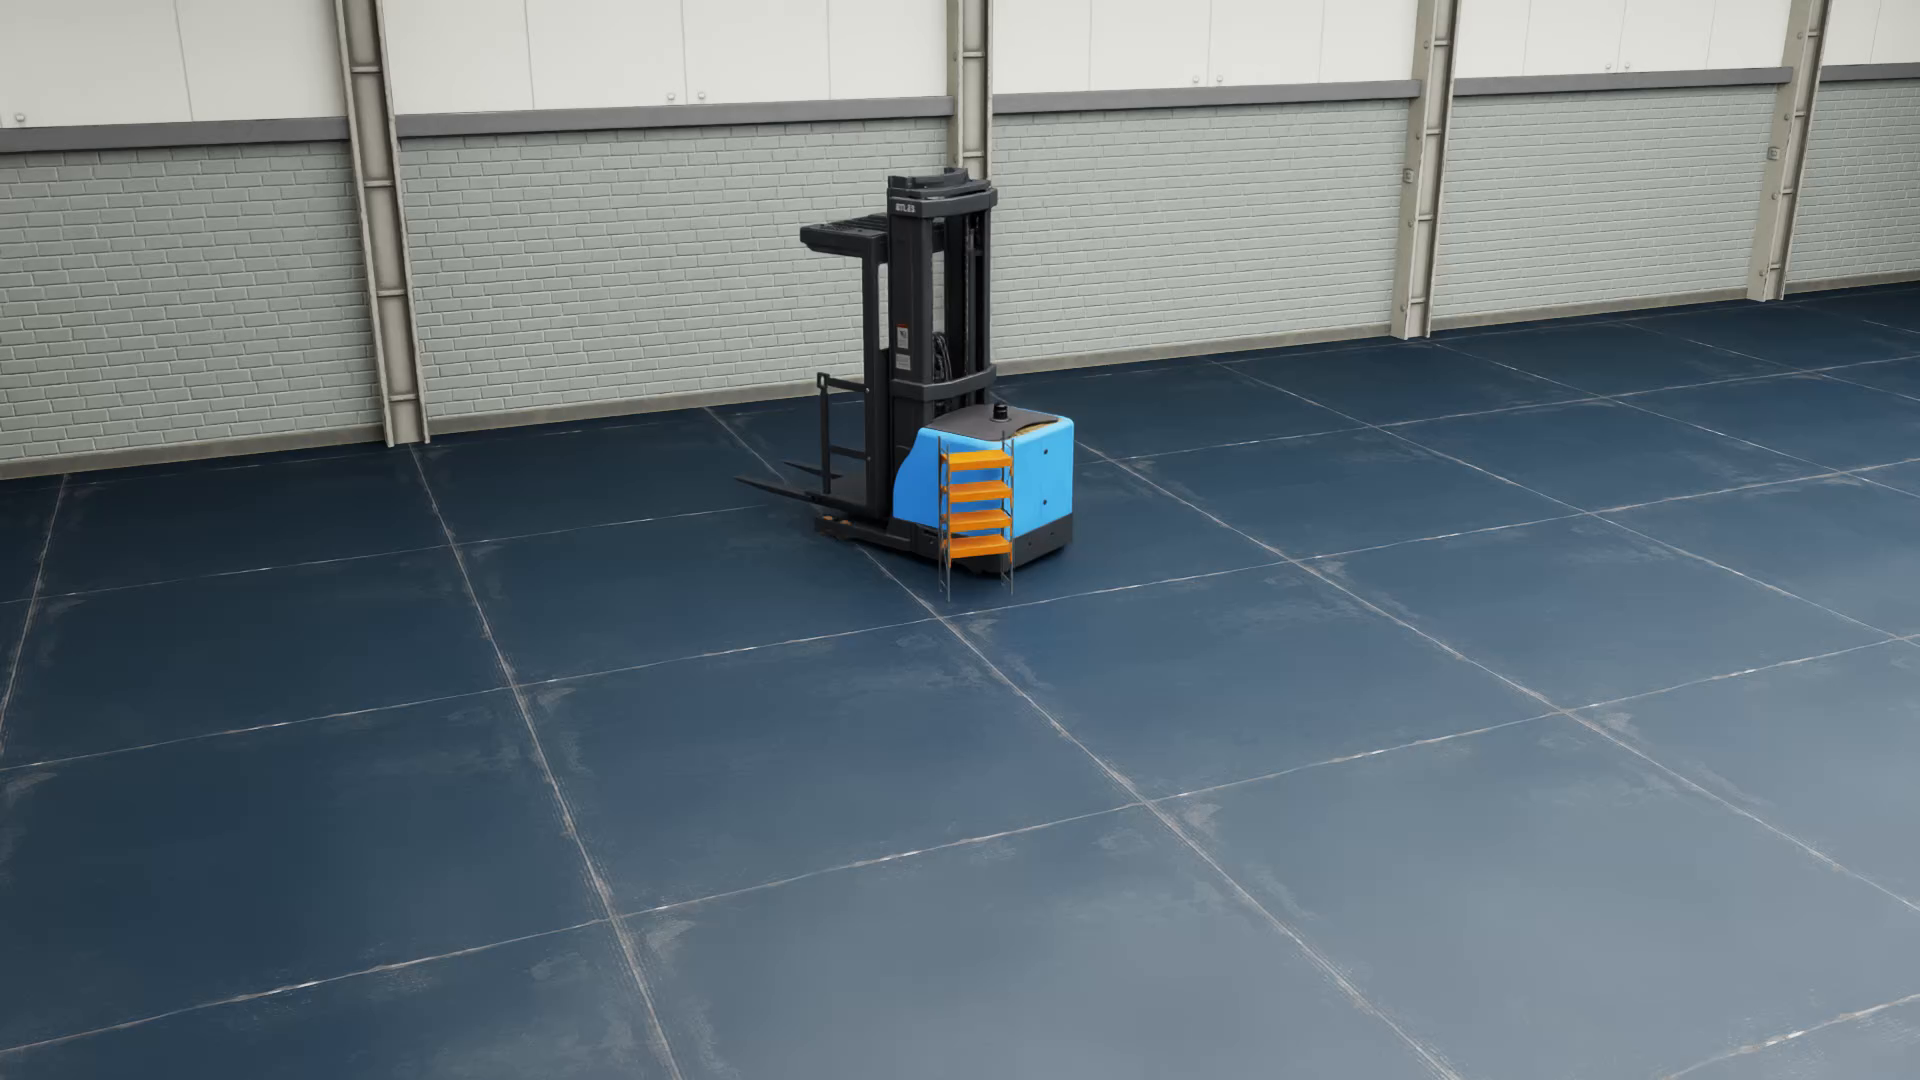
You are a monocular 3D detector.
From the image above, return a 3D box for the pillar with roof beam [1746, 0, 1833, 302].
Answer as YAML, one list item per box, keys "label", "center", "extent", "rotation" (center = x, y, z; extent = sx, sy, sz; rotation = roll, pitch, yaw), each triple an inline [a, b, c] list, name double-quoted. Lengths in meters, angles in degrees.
- label: "pillar with roof beam"
  center: [12.825, -6.270, 17.781]
  extent: [0.400, 9.000, 9.100]
  rotation: [-8, 21, -22]

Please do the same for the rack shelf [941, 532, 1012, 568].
- label: "rack shelf"
  center: [0.117, 0.075, 12.301]
  extent: [0.480, 0.148, 0.258]
  rotation: [-6, 20, -16]

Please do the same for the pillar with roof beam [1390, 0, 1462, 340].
- label: "pillar with roof beam"
  center: [7.315, -5.481, 15.539]
  extent: [0.400, 9.000, 9.100]
  rotation: [-8, 21, -22]

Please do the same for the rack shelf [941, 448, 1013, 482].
- label: "rack shelf"
  center: [0.116, -0.548, 12.086]
  extent: [0.480, 0.148, 0.258]
  rotation: [-6, 20, -16]

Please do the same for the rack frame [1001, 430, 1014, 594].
- label: "rack frame"
  center: [0.350, -0.200, 12.282]
  extent: [0.015, 1.200, 0.240]
  rotation: [-6, 20, -16]

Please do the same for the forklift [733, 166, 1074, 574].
- label: "forklift"
  center: [-0.570, -1.497, 13.362]
  extent: [3.031, 2.935, 1.130]
  rotation: [14, 24, 35]

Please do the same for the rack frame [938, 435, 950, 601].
- label: "rack frame"
  center: [-0.117, -0.153, 12.147]
  extent: [0.015, 1.200, 0.240]
  rotation: [-6, 20, -16]

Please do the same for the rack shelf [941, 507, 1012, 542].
- label: "rack shelf"
  center: [0.117, -0.113, 12.236]
  extent: [0.480, 0.148, 0.258]
  rotation: [-6, 20, -16]

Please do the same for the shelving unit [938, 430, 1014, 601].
- label: "shelving unit"
  center: [0.117, -0.177, 12.214]
  extent: [0.503, 1.200, 0.258]
  rotation: [-6, 20, -16]

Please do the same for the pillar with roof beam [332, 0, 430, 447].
- label: "pillar with roof beam"
  center: [-3.703, -3.903, 11.056]
  extent: [0.400, 9.000, 9.100]
  rotation: [-8, 21, -22]

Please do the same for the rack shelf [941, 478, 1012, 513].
- label: "rack shelf"
  center: [0.116, -0.325, 12.163]
  extent: [0.480, 0.148, 0.258]
  rotation: [-6, 20, -16]

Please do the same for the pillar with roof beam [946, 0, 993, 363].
- label: "pillar with roof beam"
  center: [1.806, -4.692, 13.298]
  extent: [0.400, 9.000, 9.100]
  rotation: [-8, 21, -22]
